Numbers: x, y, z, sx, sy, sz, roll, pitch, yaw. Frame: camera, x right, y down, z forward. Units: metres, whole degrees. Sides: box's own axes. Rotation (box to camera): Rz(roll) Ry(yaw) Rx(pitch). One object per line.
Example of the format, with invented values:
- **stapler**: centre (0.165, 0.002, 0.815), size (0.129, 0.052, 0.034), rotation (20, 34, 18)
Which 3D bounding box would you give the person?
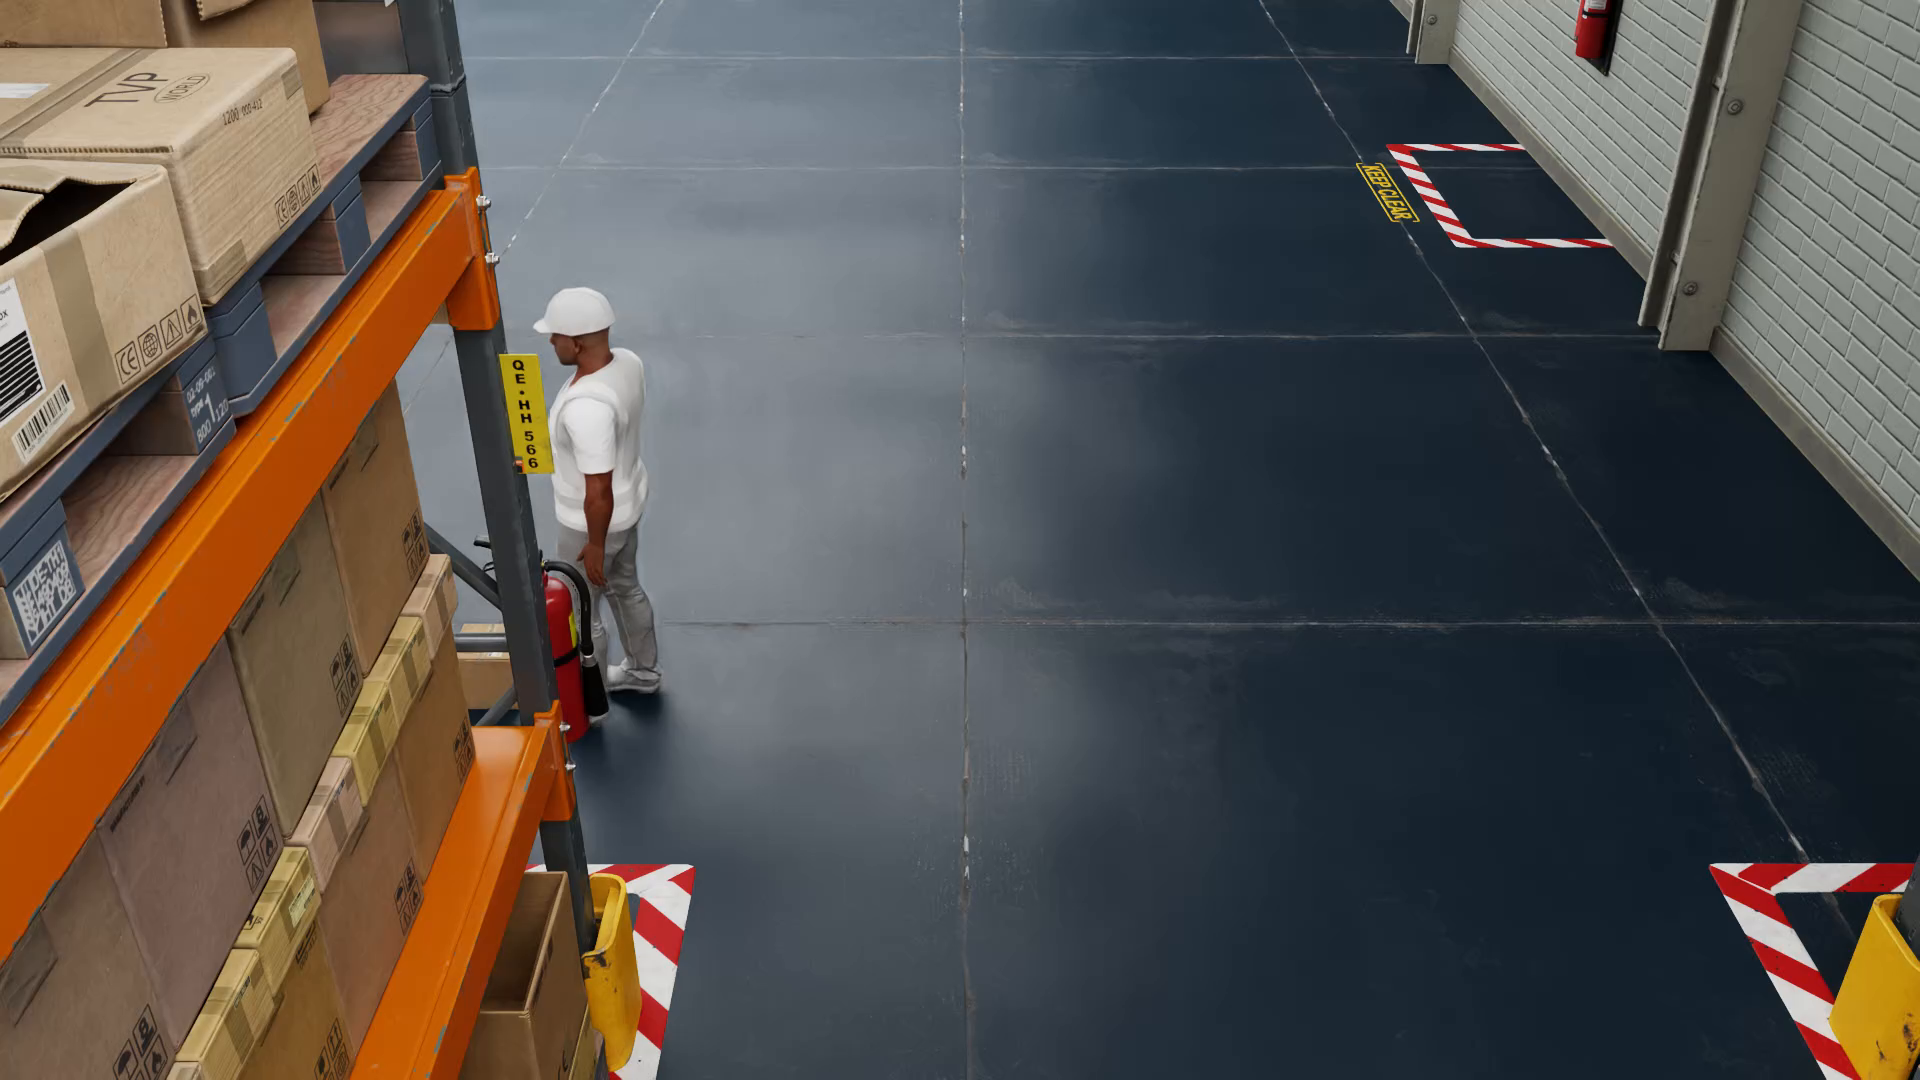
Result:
- **person**: centre (-1.422, -0.108, 6.278), size (0.519, 1.802, 0.612), rotation (3, 31, 4)
